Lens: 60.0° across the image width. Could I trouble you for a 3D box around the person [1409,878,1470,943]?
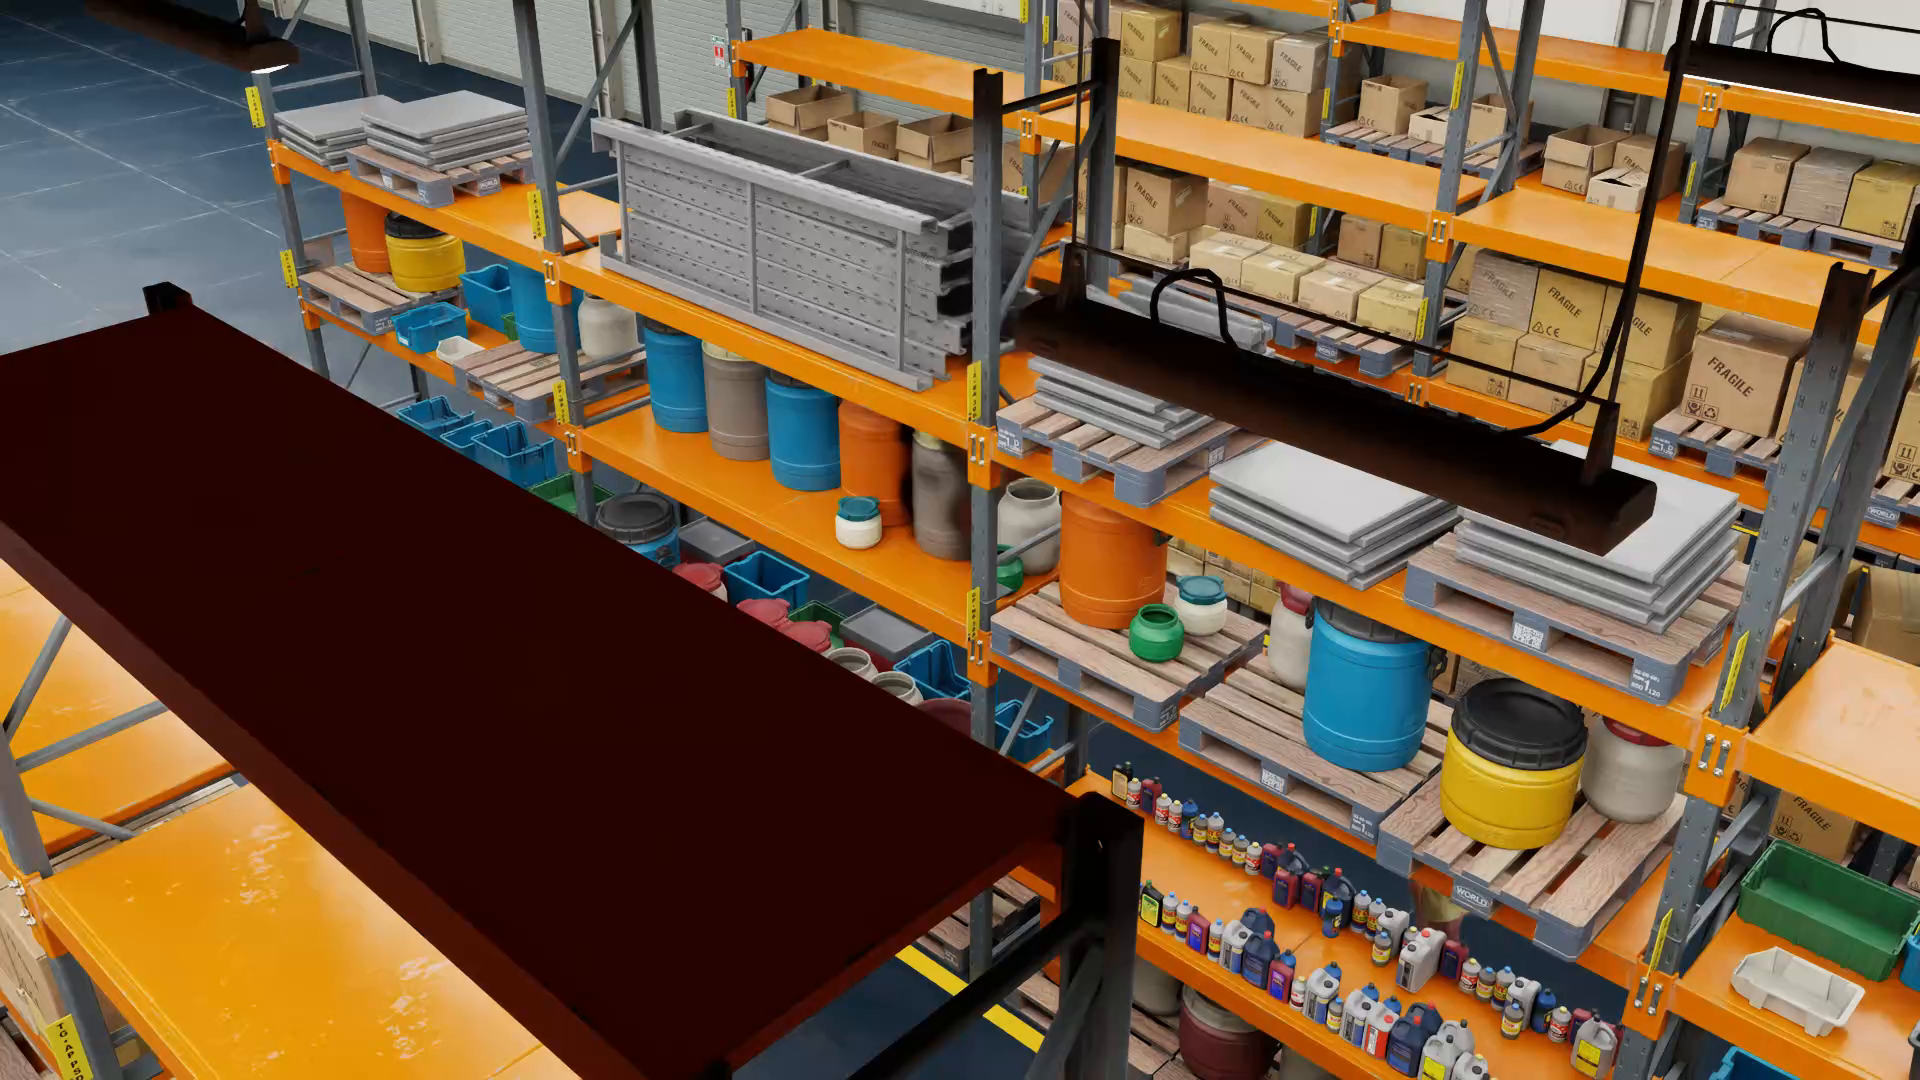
[{"bbox_3d":[3.109,2.348,10.431,0.572,1.429,0.970,-15,33,-24],"label":"person"}]
